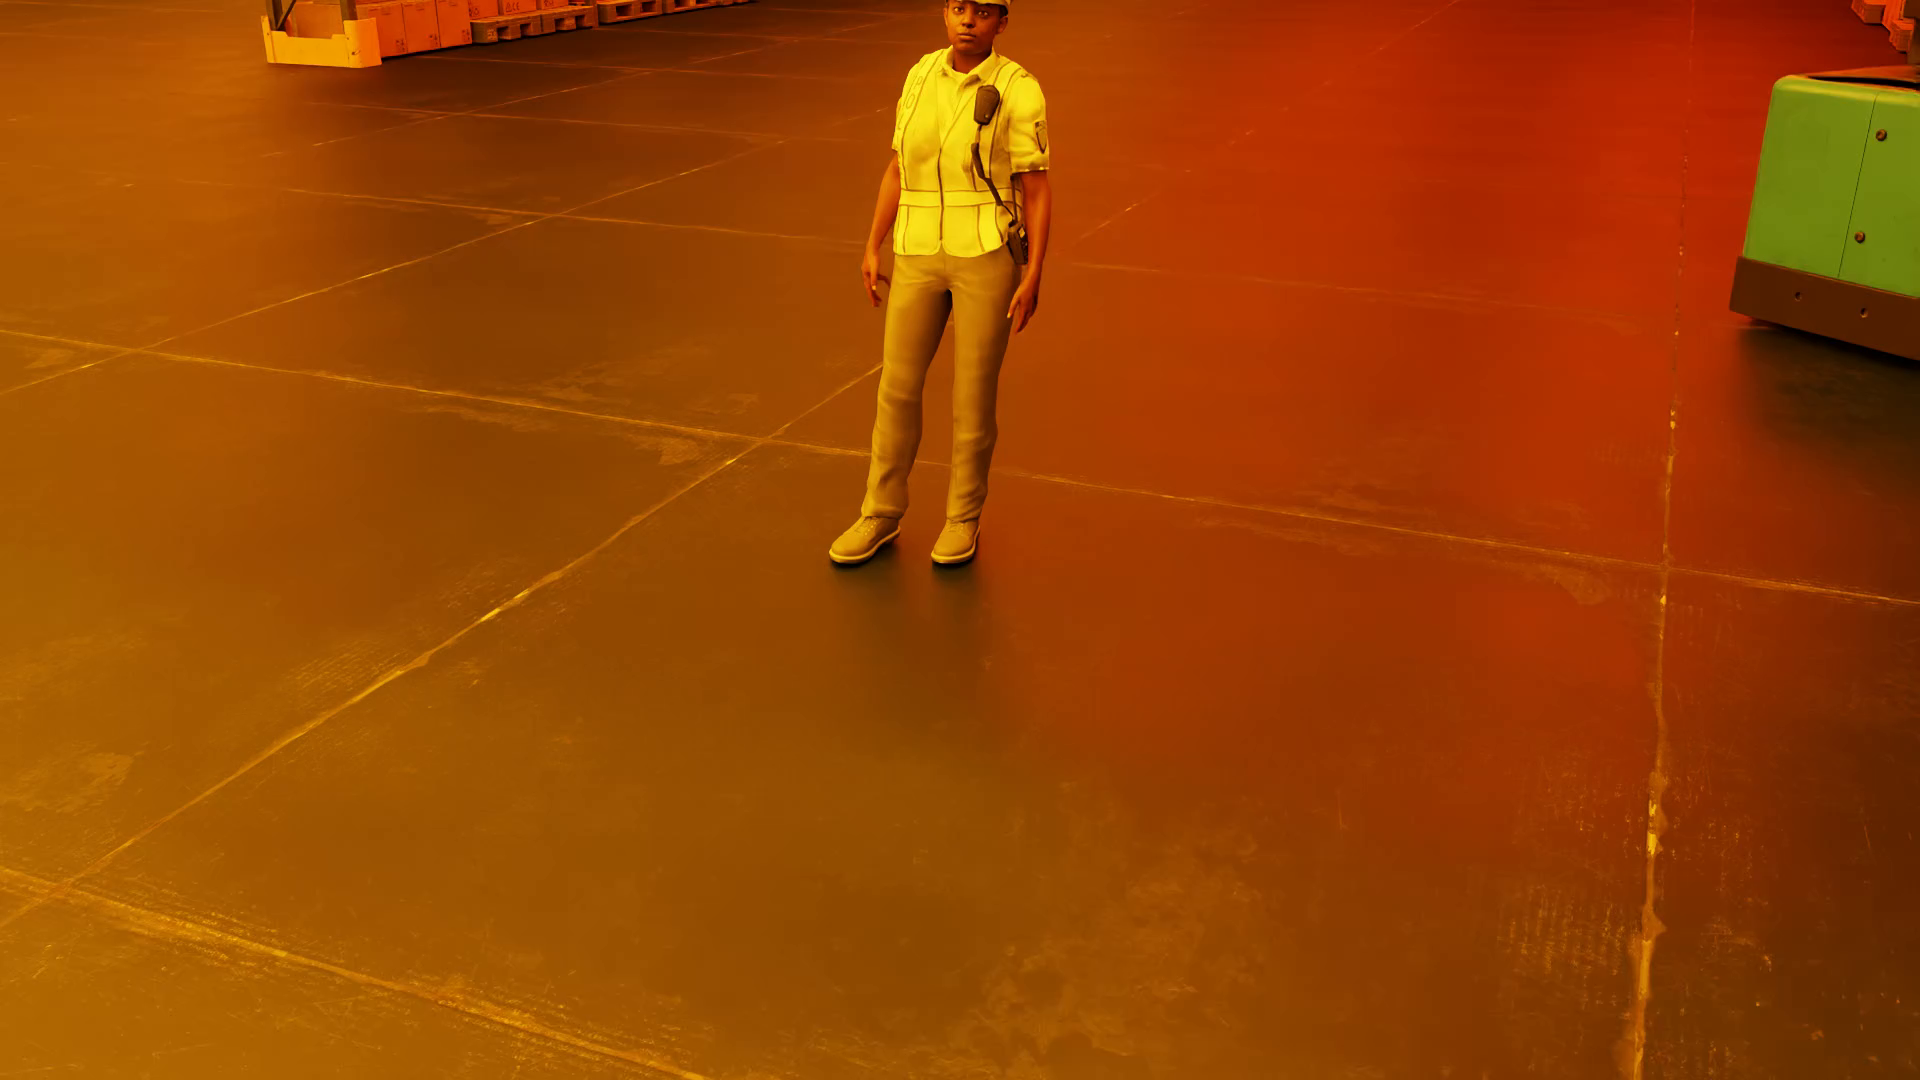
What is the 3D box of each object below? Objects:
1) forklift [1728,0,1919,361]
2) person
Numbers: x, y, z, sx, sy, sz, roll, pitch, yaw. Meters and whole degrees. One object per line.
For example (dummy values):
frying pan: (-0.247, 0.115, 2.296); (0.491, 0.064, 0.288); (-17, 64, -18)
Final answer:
forklift: (4.936, -2.416, 7.074); (3.031, 2.935, 1.130); (-12, 25, -26)
person: (-0.047, -0.764, 4.707); (0.569, 1.693, 0.528); (9, 24, 21)
